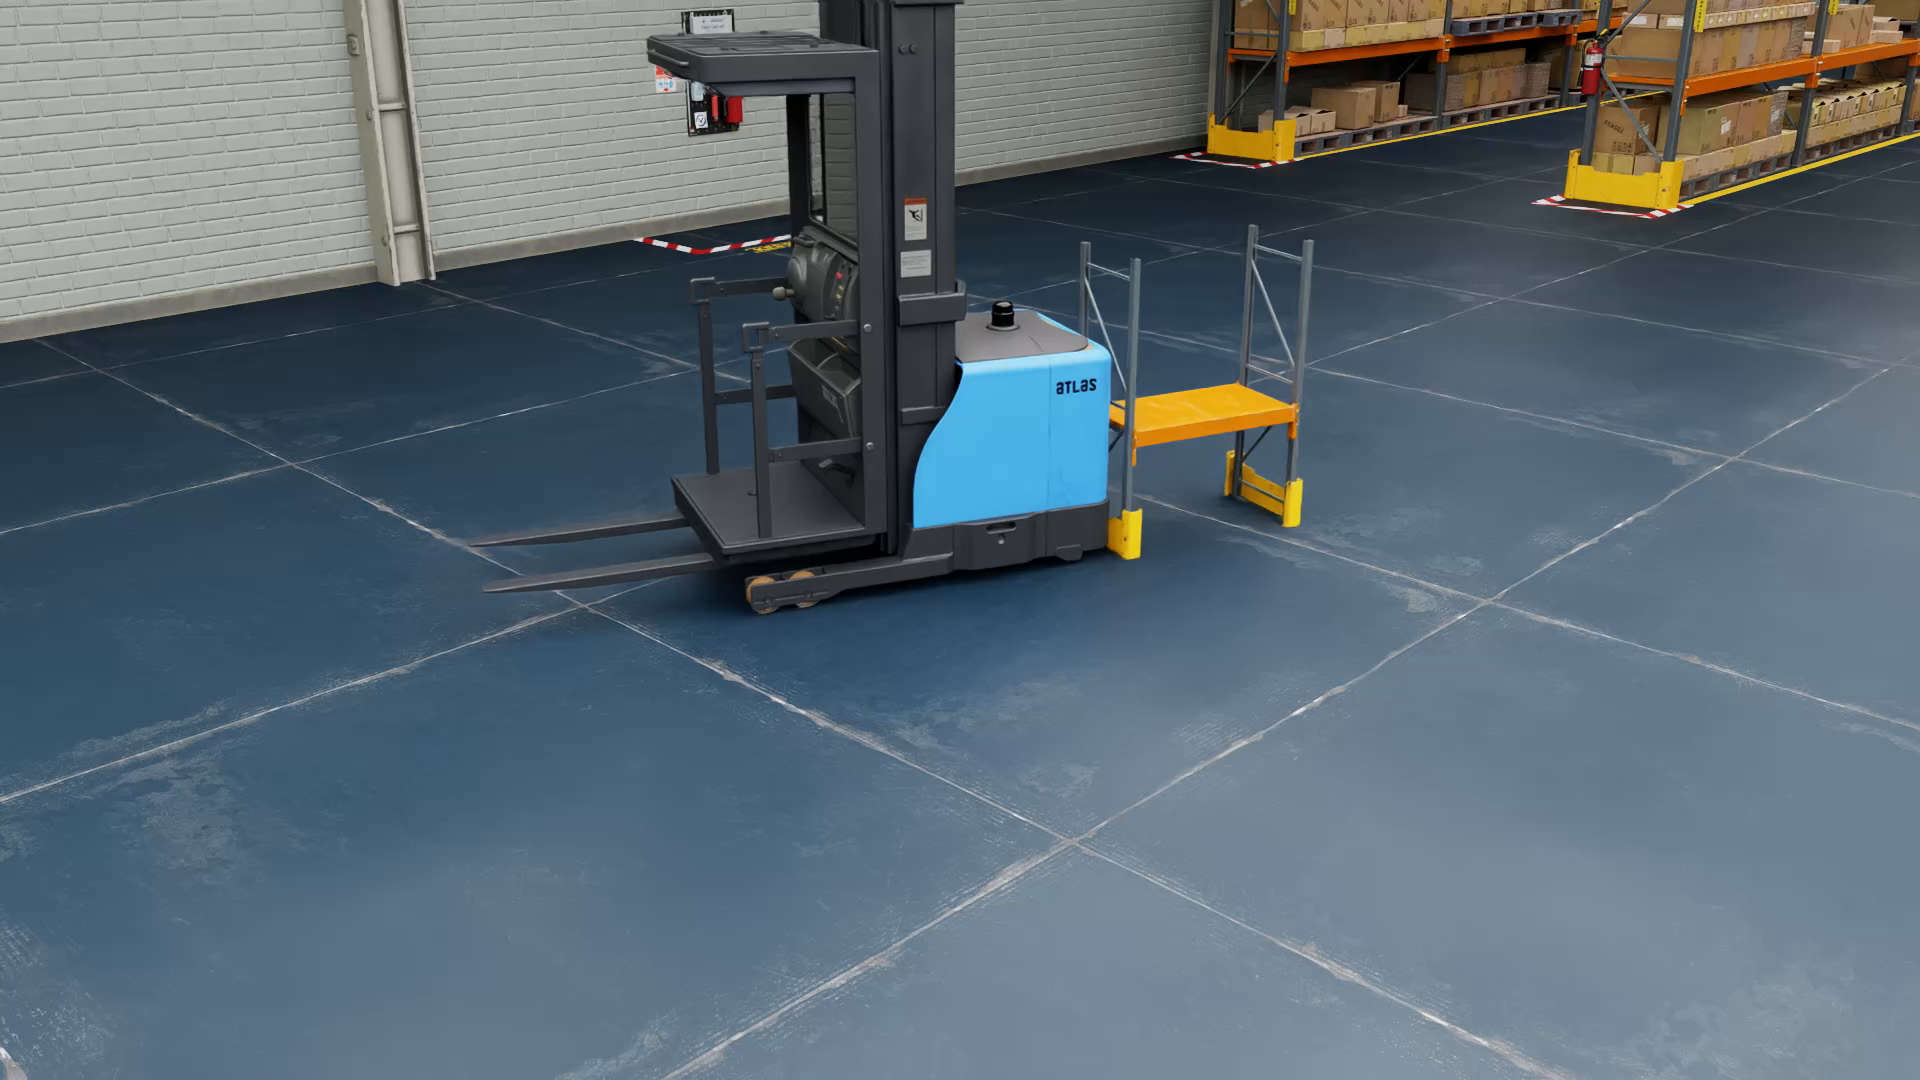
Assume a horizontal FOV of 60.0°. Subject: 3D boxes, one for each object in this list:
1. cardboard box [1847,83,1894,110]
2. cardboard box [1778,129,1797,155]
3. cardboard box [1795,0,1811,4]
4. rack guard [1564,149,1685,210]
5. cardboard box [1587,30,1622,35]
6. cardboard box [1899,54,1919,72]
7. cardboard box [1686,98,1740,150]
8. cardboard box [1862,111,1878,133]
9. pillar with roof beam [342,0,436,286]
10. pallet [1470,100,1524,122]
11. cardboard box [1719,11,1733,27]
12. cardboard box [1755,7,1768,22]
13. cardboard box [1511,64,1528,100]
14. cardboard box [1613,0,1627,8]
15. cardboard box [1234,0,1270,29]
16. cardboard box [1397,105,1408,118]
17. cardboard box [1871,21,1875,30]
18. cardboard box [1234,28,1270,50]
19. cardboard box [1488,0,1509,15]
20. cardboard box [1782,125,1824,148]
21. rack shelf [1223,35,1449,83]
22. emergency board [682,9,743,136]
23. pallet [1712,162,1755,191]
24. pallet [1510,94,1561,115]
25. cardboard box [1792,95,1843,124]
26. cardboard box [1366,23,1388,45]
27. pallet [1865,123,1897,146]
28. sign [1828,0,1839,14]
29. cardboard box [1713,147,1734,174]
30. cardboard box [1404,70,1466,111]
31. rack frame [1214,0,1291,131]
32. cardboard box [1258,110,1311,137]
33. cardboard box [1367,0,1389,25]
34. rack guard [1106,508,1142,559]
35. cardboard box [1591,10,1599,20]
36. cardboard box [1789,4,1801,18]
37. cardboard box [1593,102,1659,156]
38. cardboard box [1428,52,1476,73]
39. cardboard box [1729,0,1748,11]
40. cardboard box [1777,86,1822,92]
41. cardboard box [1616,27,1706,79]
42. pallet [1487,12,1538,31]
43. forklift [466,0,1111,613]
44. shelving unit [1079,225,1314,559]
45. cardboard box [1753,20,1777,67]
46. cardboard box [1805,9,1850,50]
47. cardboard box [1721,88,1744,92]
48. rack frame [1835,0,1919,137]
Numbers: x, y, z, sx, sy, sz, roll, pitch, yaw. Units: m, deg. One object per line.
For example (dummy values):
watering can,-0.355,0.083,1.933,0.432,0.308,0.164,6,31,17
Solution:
cardboard box,12.277,-6.011,22.497,0.500,0.311,0.500,19,28,40
cardboard box,9.867,-4.878,20.333,0.500,0.250,0.500,19,28,41
cardboard box,9.729,-6.676,19.816,0.700,0.500,0.500,19,28,41
rack guard,7.227,-3.938,18.125,1.175,0.500,0.348,19,28,41
cardboard box,11.085,-8.199,28.135,0.750,0.750,0.750,-19,28,-40
cardboard box,14.056,-7.135,24.783,0.500,0.250,0.500,19,28,40
cardboard box,8.464,-4.717,18.868,0.500,0.500,0.500,19,28,41
cardboard box,11.922,-5.622,22.268,0.500,0.250,0.500,-19,28,-41
pillar with roof beam,-1.727,-5.385,10.042,9.100,9.000,0.400,19,28,41
pallet,7.875,-6.592,25.432,1.003,0.211,1.213,19,28,41
cardboard box,8.206,-5.704,18.192,0.380,0.149,0.250,19,28,40
cardboard box,8.928,-5.971,18.884,0.250,0.149,0.380,-19,28,-40
cardboard box,8.365,-7.144,25.851,0.700,0.500,0.500,19,28,41
cardboard box,10.514,-8.922,27.024,0.500,0.500,0.500,19,28,40
cardboard box,3.868,-6.814,21.258,0.500,0.500,0.500,19,28,40
cardboard box,6.130,-6.116,23.642,0.380,0.166,0.250,15,26,34
cardboard box,12.062,-6.945,22.586,0.500,0.311,0.500,19,28,40
cardboard box,3.879,-6.458,21.377,0.500,0.250,0.500,-20,28,-41
cardboard box,7.693,-8.072,24.641,0.500,0.500,0.700,-16,26,-35
cardboard box,10.493,-5.094,20.894,0.500,0.250,0.500,18,28,39
rack shelf,5.087,-6.529,22.382,1.077,0.370,4.000,19,28,41
emergency board,-2.377,-4.579,16.306,0.194,1.169,0.643,19,28,41
pallet,8.598,-4.329,19.543,1.003,0.211,1.213,19,28,41
pallet,8.726,-6.905,26.244,1.003,0.211,1.213,19,28,41
cardboard box,10.854,-5.485,21.130,0.500,0.311,0.500,19,28,40
cardboard box,5.325,-6.731,22.088,0.500,0.250,0.500,20,28,41
pallet,12.222,-5.664,23.018,1.003,0.211,1.213,19,28,41
sign,10.433,-6.442,19.837,0.100,0.325,0.005,19,28,41
cardboard box,8.472,-4.364,18.995,0.500,0.250,0.500,19,28,41
cardboard box,6.984,-6.610,24.463,0.500,0.500,0.700,-19,28,-40
rack frame,3.692,-6.350,20.915,1.000,3.000,0.127,19,28,41
cardboard box,4.239,-5.456,21.723,0.500,0.311,0.500,15,26,35
cardboard box,5.308,-7.079,21.946,0.500,0.500,0.500,-19,28,-40
rack guard,0.743,-0.117,8.531,0.087,0.250,0.587,-10,23,-25
cardboard box,10.096,-8.435,26.662,0.250,0.149,0.380,-19,28,-40
cardboard box,9.643,-6.235,19.571,0.380,0.149,0.250,18,28,39
cardboard box,7.404,-4.586,18.528,0.500,0.500,0.500,19,28,41
cardboard box,7.288,-7.075,24.625,0.500,0.250,0.500,19,28,40
cardboard box,8.329,-6.160,18.474,0.700,0.500,0.500,19,28,41
cardboard box,11.173,-5.881,22.160,0.500,0.311,0.500,19,28,40
cardboard box,7.578,-5.275,17.978,0.700,0.500,0.500,19,28,41
pallet,7.921,-7.798,24.949,1.003,0.211,1.213,19,28,41
forklift,-0.827,-1.243,7.723,3.031,2.935,1.130,-8,22,-20
shelving unit,1.186,-0.782,8.519,1.083,1.500,0.587,-10,23,-25
cardboard box,9.013,-5.805,19.359,0.500,0.500,0.700,-20,28,-41
cardboard box,10.949,-6.515,21.205,0.500,0.500,0.500,-18,27,-38
cardboard box,9.143,-5.231,20.205,0.500,0.500,0.500,19,28,41
rack frame,12.824,-7.168,23.042,1.000,3.000,0.127,19,28,41
